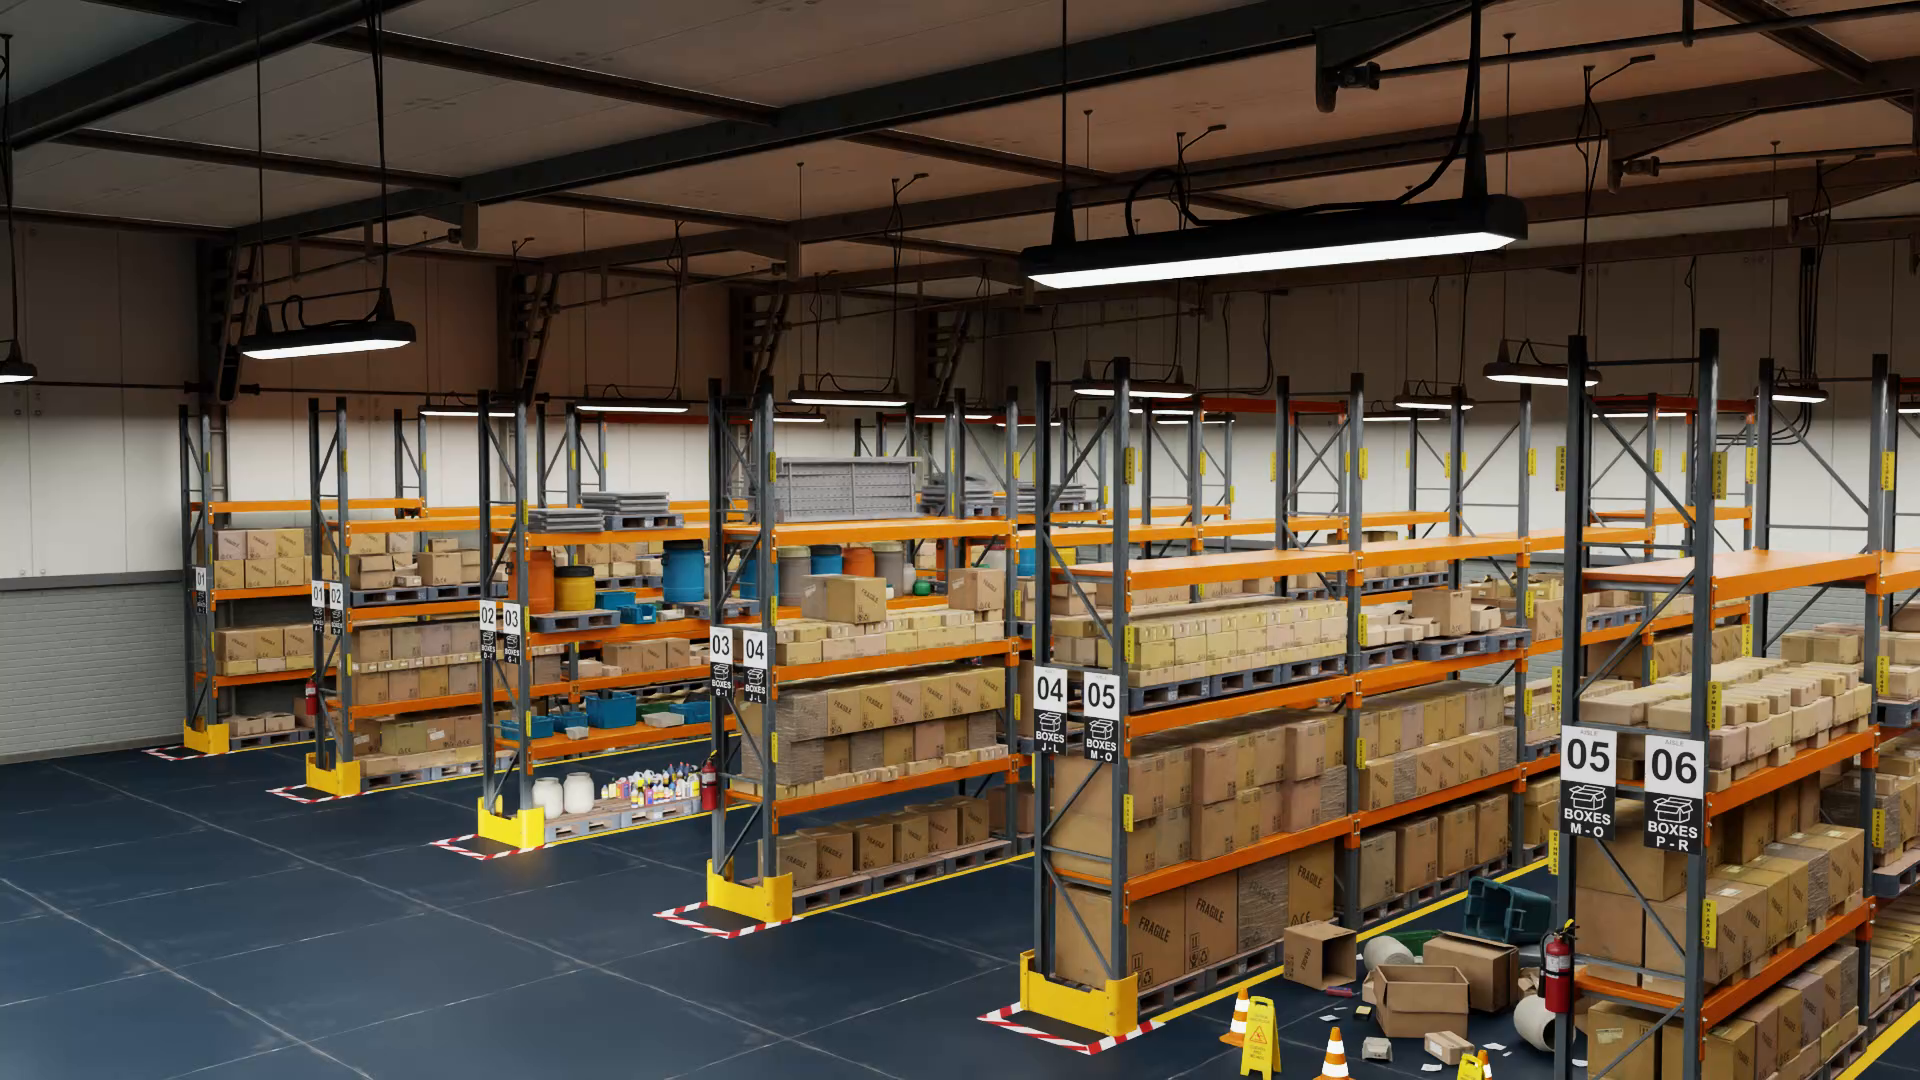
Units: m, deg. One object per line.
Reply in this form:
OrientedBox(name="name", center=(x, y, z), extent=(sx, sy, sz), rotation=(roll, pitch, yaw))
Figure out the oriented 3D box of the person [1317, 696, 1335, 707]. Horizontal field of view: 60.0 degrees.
OrientedBox(name="person", center=(5.531, 3.057, 24.543), extent=(0.625, 1.644, 0.548), rotation=(-2, 4, -33))
